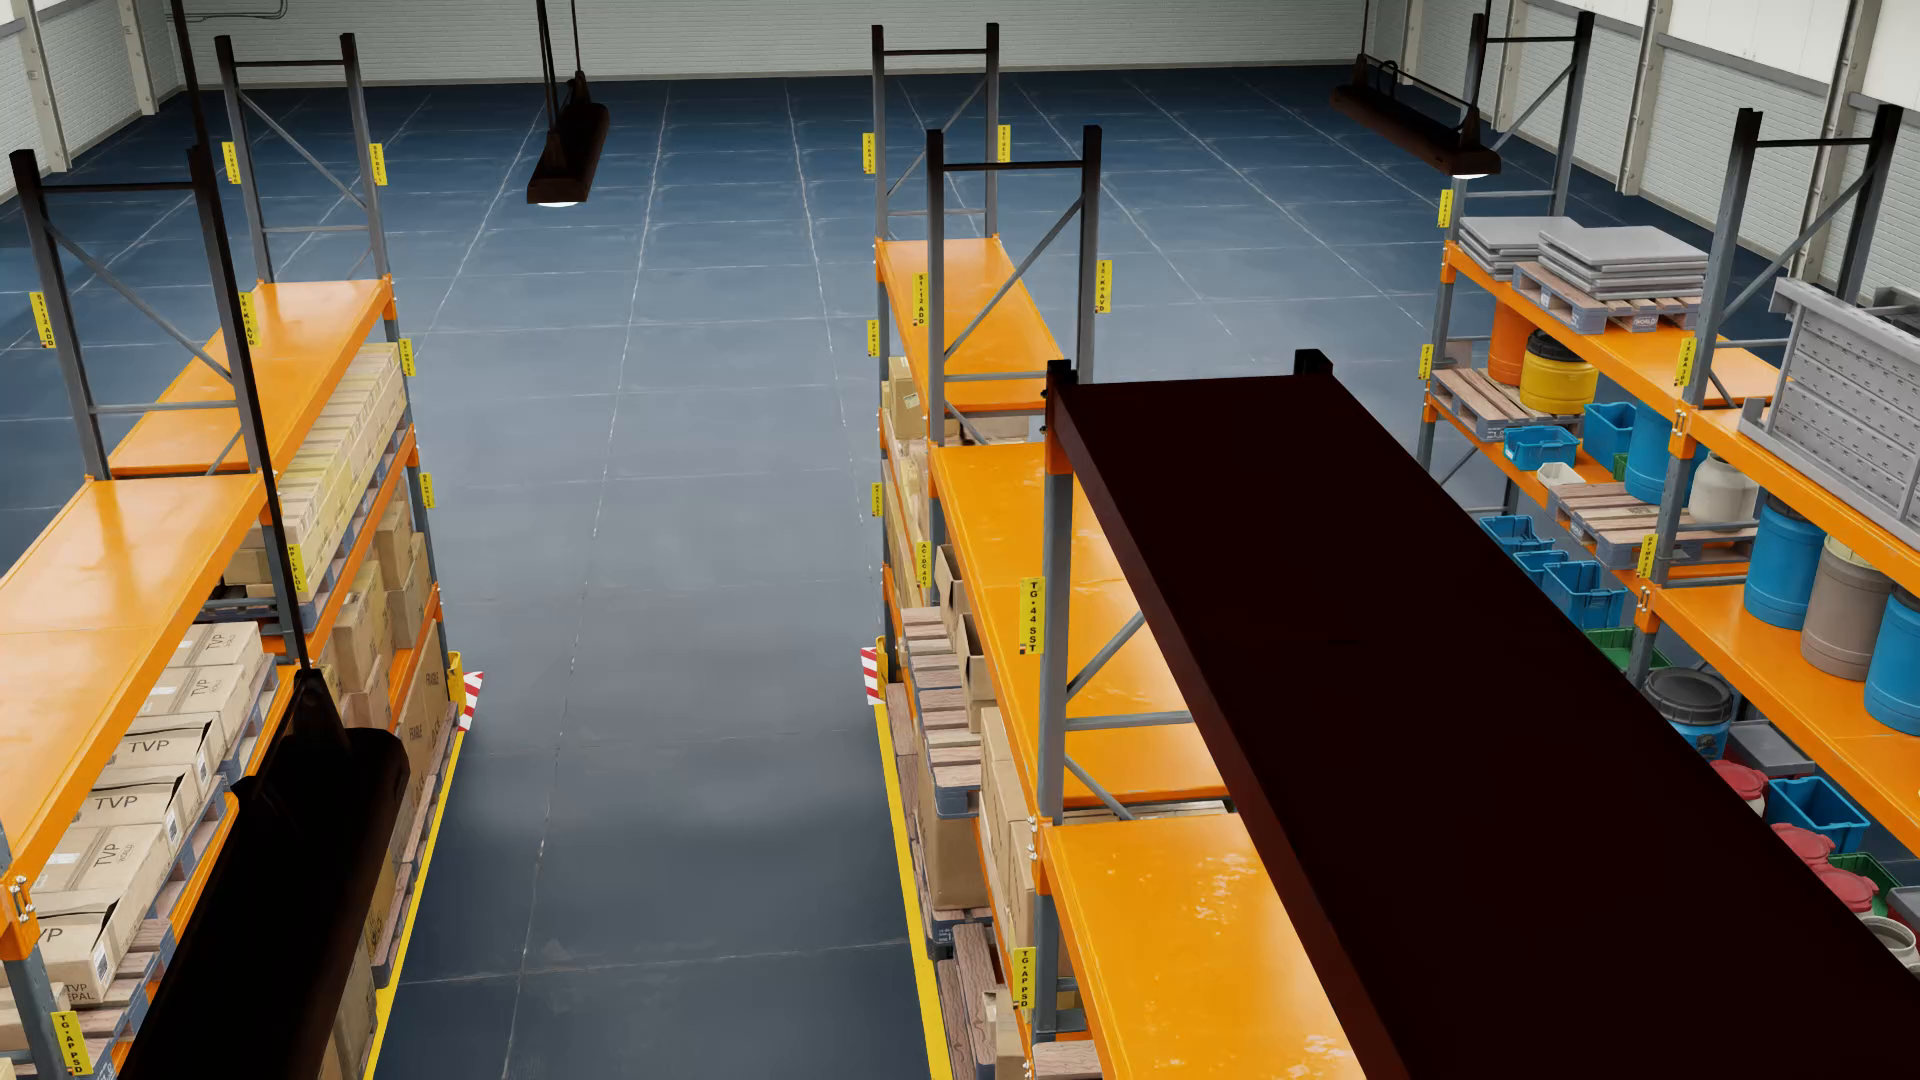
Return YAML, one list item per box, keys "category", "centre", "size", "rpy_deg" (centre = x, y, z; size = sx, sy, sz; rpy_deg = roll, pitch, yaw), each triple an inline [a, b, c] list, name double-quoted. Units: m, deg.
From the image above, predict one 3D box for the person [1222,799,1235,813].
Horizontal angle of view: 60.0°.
- category: "person"
  centre: [1.903, 1.714, 12.873]
  size: [0.596, 1.721, 1.069]
  rpy_deg: [-10, 27, -19]
